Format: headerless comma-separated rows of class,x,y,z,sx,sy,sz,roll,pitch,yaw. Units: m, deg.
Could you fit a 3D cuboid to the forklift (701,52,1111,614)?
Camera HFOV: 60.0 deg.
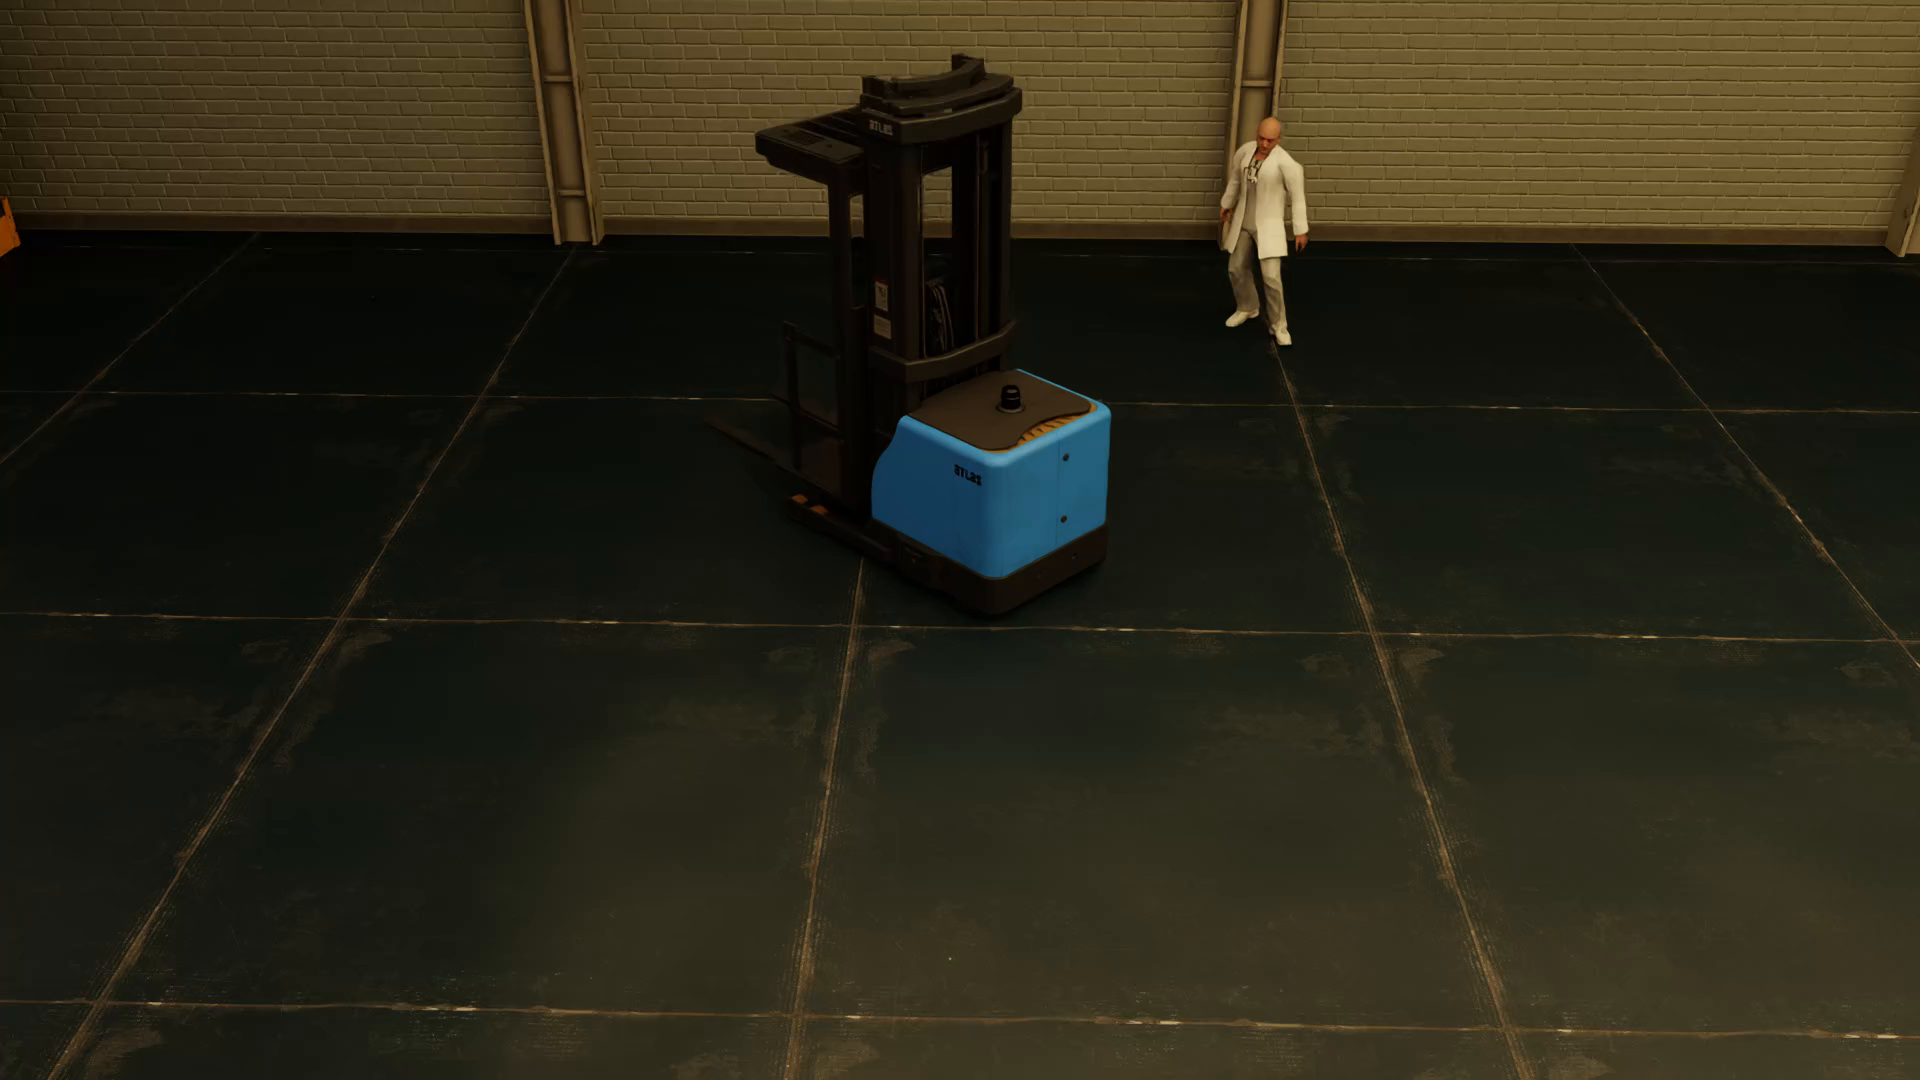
forklift,-0.492,-1.481,10.127,1.130,2.935,3.031,-27,40,-37

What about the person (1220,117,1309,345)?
person,2.364,-2.455,12.976,0.476,1.747,0.922,-26,39,-36
